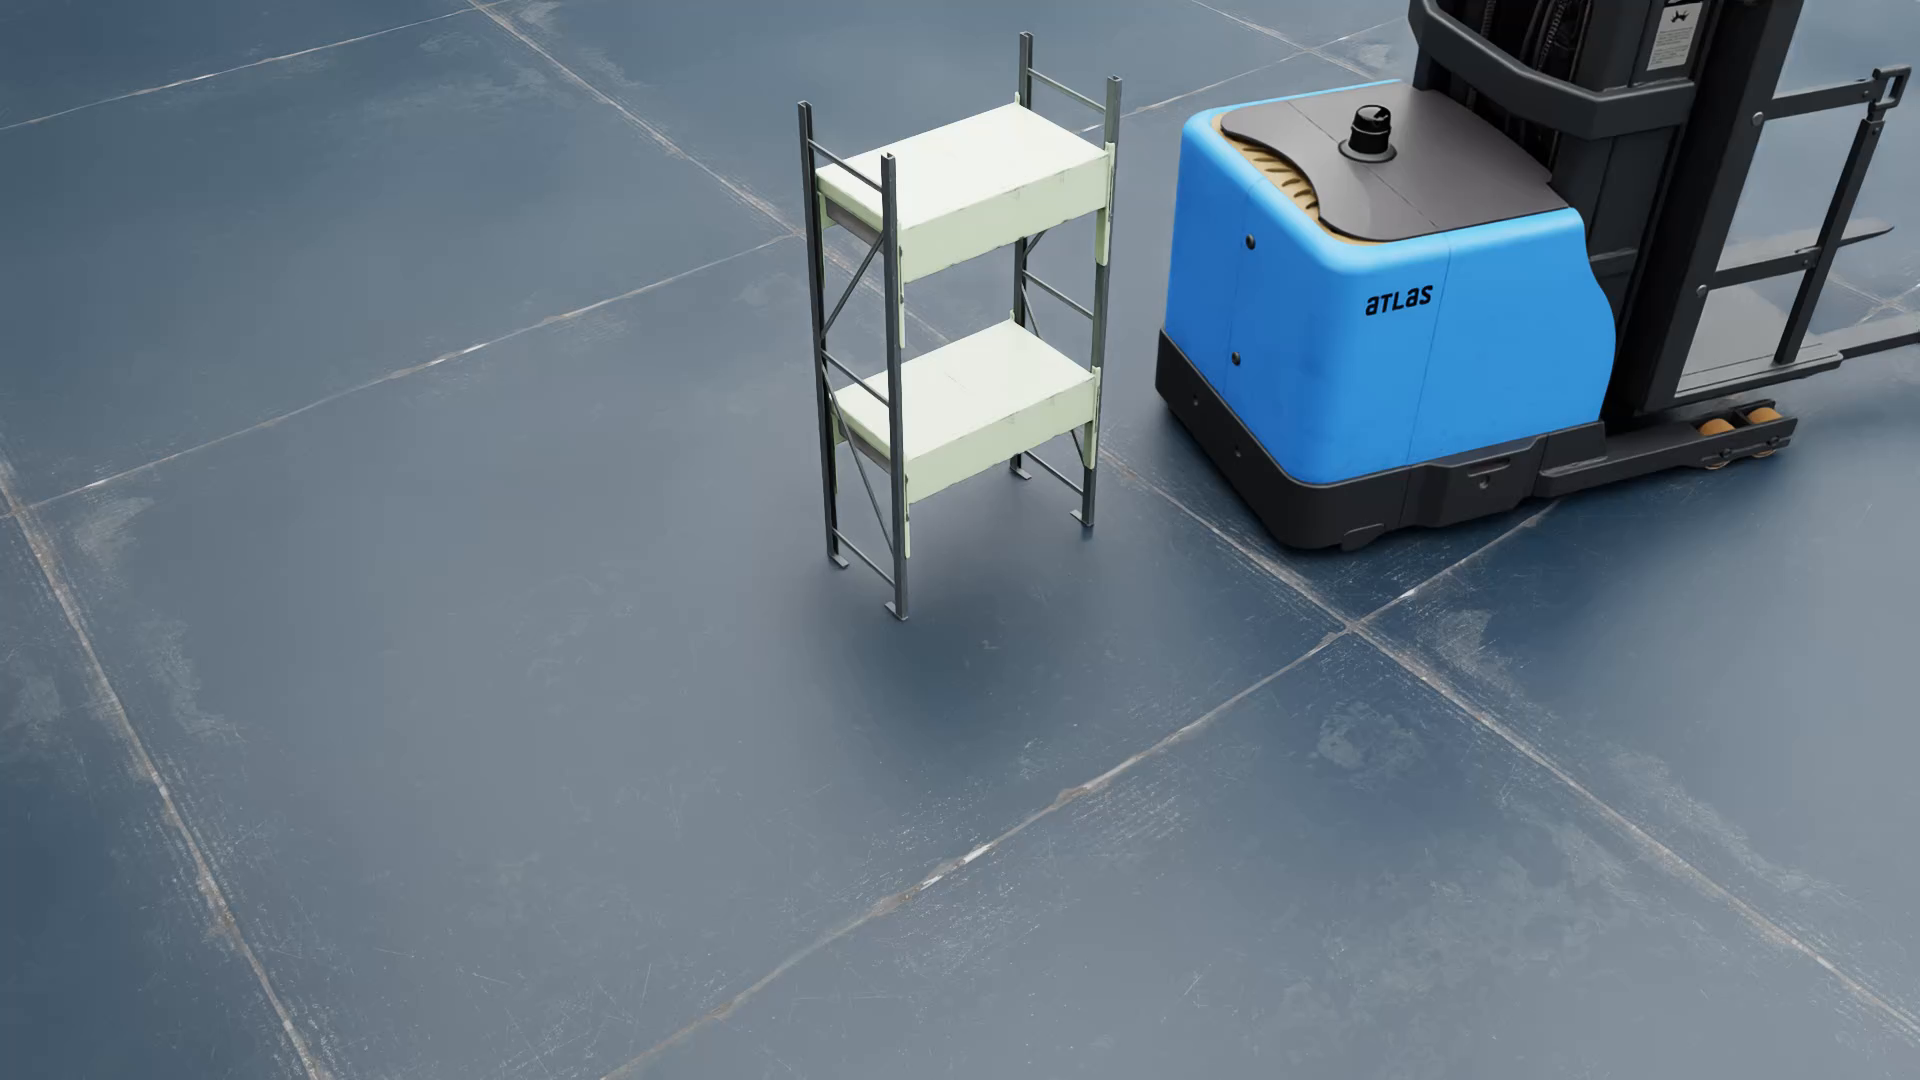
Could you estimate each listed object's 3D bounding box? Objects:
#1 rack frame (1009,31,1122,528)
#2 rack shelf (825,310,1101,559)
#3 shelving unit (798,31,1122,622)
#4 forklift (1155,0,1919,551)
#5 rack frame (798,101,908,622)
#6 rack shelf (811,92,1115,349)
[{"bbox_3d":[0.295,-0.724,4.950,0.023,1.500,0.400,-26,46,-28],"label":"rack frame"},{"bbox_3d":[0.005,-0.330,4.984,0.720,0.370,0.431,-26,46,-28],"label":"rack shelf"},{"bbox_3d":[0.005,-0.582,4.777,0.755,1.500,0.431,-26,46,-28],"label":"shelving unit"},{"bbox_3d":[2.252,-1.670,4.975,3.031,2.935,1.130,-13,41,-15],"label":"forklift"},{"bbox_3d":[-0.285,-0.441,4.605,0.023,1.500,0.400,-26,46,-28],"label":"rack frame"},{"bbox_3d":[0.005,-0.884,4.530,0.720,0.370,0.431,-26,46,-28],"label":"rack shelf"}]
